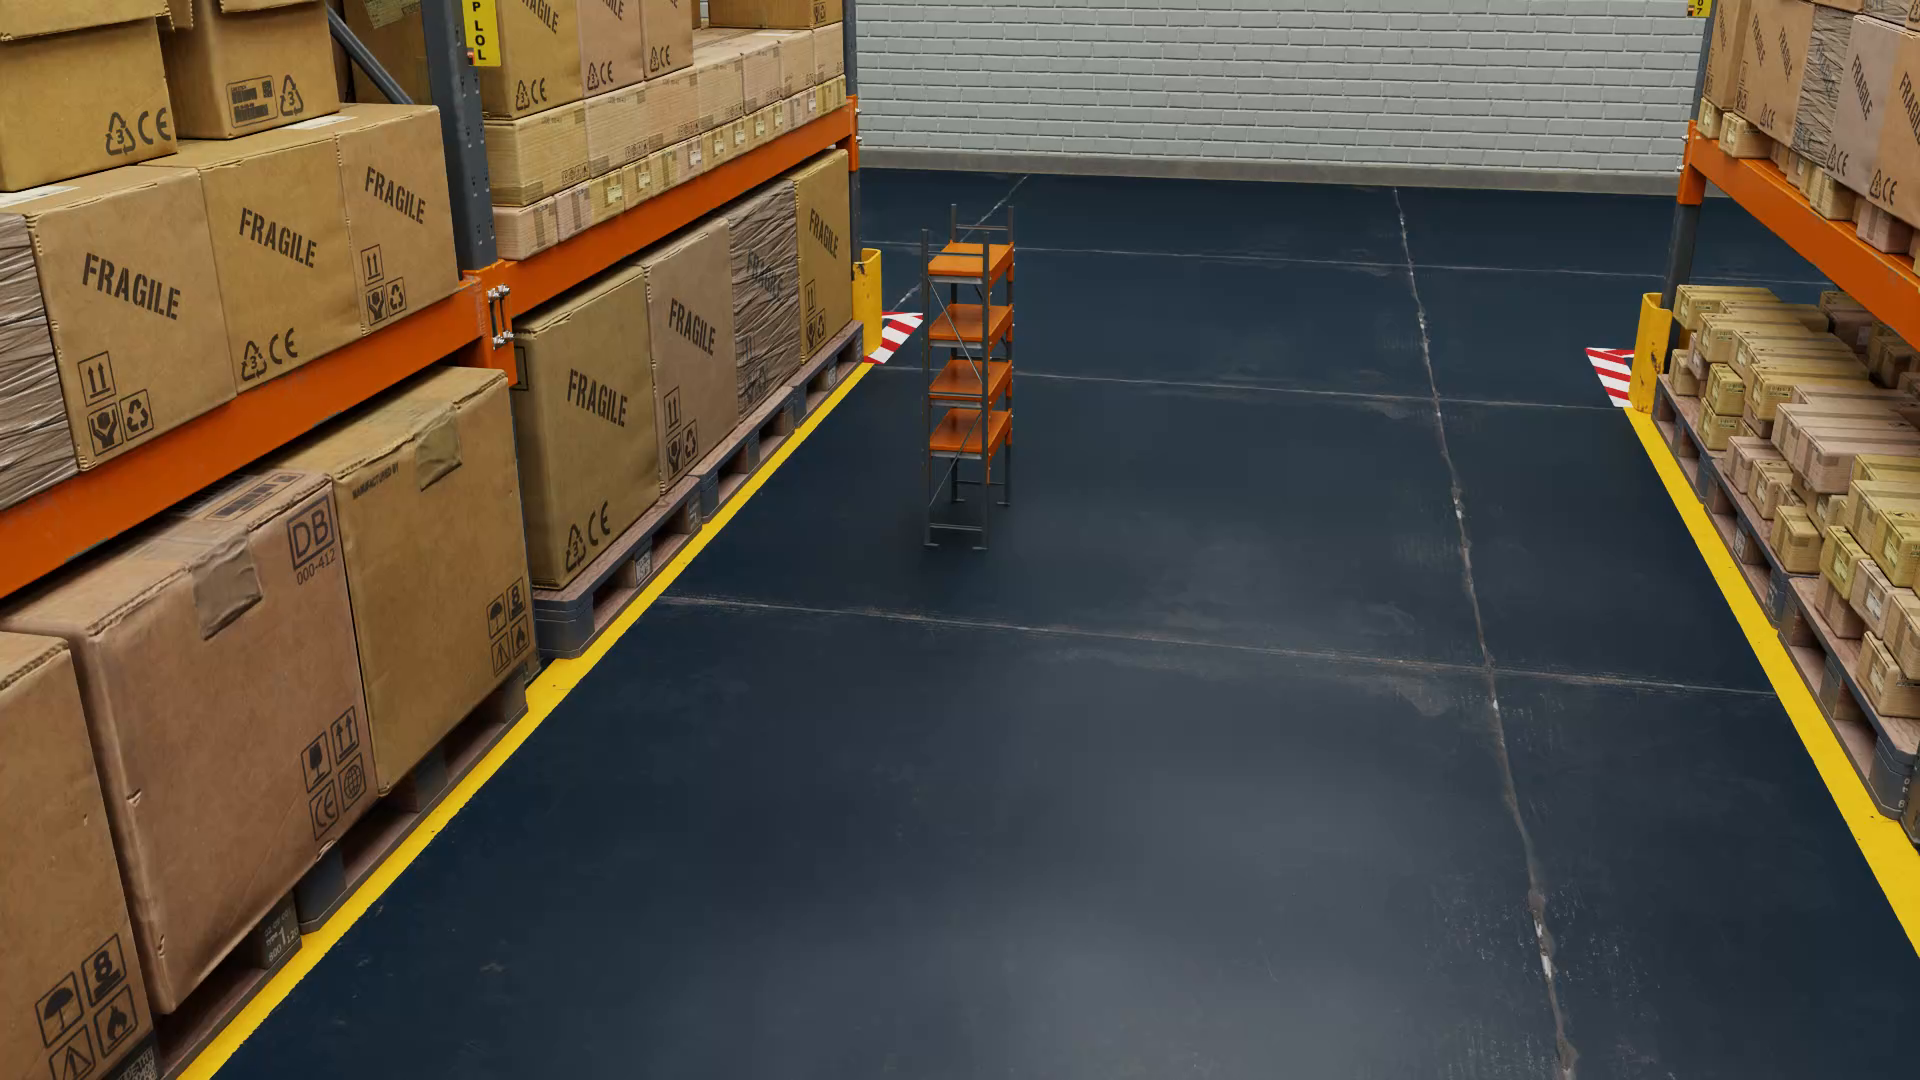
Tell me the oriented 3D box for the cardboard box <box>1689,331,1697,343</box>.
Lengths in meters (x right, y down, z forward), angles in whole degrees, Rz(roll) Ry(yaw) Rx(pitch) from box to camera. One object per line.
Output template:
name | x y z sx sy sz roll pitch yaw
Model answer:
cardboard box | 3.456 -0.872 7.360 0.380 0.149 0.250 5 23 13

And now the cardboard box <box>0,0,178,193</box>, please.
cardboard box | -2.111 -1.013 3.378 0.797 0.503 0.637 5 22 12

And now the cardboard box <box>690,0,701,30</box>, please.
cardboard box | -1.485 -2.527 7.412 0.500 0.500 0.500 4 22 10

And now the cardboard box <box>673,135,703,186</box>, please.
cardboard box | -1.187 -1.426 6.216 0.380 0.149 0.250 5 22 12

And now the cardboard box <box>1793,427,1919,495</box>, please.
cardboard box | 2.967 -0.252 5.422 0.380 0.149 0.250 3 22 8

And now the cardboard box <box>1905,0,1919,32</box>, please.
cardboard box | 2.930 -1.601 4.443 0.500 0.500 0.500 4 22 9

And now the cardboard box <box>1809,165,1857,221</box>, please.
cardboard box | 3.076 -1.154 5.540 0.380 0.149 0.250 5 22 12

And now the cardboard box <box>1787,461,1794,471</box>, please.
cardboard box | 3.182 -0.290 5.914 0.380 0.149 0.250 6 23 13

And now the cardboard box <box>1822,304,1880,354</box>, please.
cardboard box | 3.847 -0.882 6.985 0.380 0.149 0.250 5 22 12

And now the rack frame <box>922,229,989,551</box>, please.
rack frame | -0.016 -0.528 6.058 0.240 1.200 0.015 4 22 11

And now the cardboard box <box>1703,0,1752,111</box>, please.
cardboard box | 3.452 -2.075 6.959 0.500 0.500 0.500 6 23 13

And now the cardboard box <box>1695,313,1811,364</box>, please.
cardboard box | 3.259 -0.824 6.842 0.380 0.149 0.250 4 22 11

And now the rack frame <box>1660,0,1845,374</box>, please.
rack frame | 3.814 -2.034 7.388 1.000 3.000 0.127 4 22 11

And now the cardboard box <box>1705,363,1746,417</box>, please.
cardboard box | 3.223 -0.594 6.670 0.380 0.149 0.250 5 23 13

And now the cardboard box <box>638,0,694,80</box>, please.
cardboard box | -1.279 -1.928 5.924 0.500 0.500 0.500 4 22 9

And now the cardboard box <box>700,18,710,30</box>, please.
cardboard box | -1.383 -2.362 8.007 0.500 0.250 0.500 4 22 9

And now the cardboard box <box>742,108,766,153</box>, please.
cardboard box | -1.030 -1.708 6.917 0.380 0.149 0.250 5 22 11

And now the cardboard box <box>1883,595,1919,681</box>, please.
cardboard box | 2.751 0.279 4.501 0.380 0.149 0.250 5 22 12

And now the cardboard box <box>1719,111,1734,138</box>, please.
cardboard box | 3.416 -1.728 6.964 0.380 0.149 0.250 5 23 13

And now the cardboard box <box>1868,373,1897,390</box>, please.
cardboard box | 3.726 -0.549 6.557 0.380 0.149 0.250 4 22 10

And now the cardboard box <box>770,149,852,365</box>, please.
cardboard box | -1.073 -1.418 8.141 0.875 0.875 0.875 4 22 11

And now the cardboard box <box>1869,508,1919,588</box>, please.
cardboard box | 2.829 0.034 4.711 0.380 0.149 0.250 5 22 12

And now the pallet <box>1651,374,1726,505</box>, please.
pallet | 3.598 -0.418 7.109 1.003 0.211 1.213 4 22 11

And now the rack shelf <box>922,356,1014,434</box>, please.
rack shelf | 0.034 -0.555 6.305 0.258 0.148 0.480 4 22 11

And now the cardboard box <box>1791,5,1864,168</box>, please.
cardboard box | 3.158 -1.512 5.561 0.500 0.500 0.500 4 22 10

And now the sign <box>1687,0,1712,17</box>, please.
sign | 3.283 -2.477 7.329 0.100 0.325 0.005 4 22 11

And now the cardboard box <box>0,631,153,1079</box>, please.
cardboard box | -2.303 0.691 2.903 1.225 0.875 0.875 5 22 11

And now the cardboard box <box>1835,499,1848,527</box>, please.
cardboard box | 2.979 -0.004 5.205 0.380 0.149 0.250 5 22 11

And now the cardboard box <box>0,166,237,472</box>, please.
cardboard box | -1.873 -0.468 3.368 0.500 0.500 0.500 4 22 10

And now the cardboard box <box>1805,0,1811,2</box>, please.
cardboard box | 3.238 -2.164 5.842 0.500 0.500 0.500 4 22 10

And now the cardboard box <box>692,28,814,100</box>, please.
cardboard box | -0.964 -2.134 7.440 0.500 0.250 0.500 4 22 10

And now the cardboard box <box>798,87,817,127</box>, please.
cardboard box | -0.875 -1.990 7.615 0.380 0.149 0.250 5 22 11

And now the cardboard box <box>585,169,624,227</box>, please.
cardboard box | -1.344 -1.145 5.517 0.380 0.149 0.250 5 23 13

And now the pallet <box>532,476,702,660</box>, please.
pallet | -1.605 0.035 5.983 1.003 0.211 1.213 4 22 11

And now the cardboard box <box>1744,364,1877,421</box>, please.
cardboard box | 3.126 -0.534 6.121 0.380 0.149 0.250 5 22 12

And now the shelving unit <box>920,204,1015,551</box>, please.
shelving unit | 0.034 -0.617 6.280 0.258 1.200 0.503 4 22 11

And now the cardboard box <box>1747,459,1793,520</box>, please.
cardboard box | 3.091 -0.172 6.020 0.380 0.149 0.250 4 22 11

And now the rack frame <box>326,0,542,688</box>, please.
rack frame | -1.837 -0.986 4.787 1.000 3.000 0.127 4 22 11

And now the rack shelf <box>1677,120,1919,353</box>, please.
rack shelf | 3.406 -0.969 5.706 1.077 0.370 4.000 4 22 11

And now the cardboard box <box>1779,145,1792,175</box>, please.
cardboard box | 3.311 -1.431 6.227 0.380 0.149 0.250 4 22 10

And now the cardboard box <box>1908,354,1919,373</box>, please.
cardboard box | 3.803 -0.585 6.248 0.380 0.149 0.250 5 23 13

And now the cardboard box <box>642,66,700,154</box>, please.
cardboard box | -1.278 -1.578 6.058 0.500 0.250 0.500 5 22 12

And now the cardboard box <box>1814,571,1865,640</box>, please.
cardboard box | 2.870 0.197 5.103 0.380 0.149 0.250 4 22 9

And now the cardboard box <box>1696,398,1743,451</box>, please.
cardboard box | 3.217 -0.460 6.736 0.380 0.149 0.250 5 22 12

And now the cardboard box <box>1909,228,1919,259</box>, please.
cardboard box | 3.006 -0.861 4.814 0.380 0.149 0.250 4 22 9

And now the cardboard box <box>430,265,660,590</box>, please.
cardboard box | -1.624 -0.430 5.689 0.875 0.875 0.875 4 22 11
